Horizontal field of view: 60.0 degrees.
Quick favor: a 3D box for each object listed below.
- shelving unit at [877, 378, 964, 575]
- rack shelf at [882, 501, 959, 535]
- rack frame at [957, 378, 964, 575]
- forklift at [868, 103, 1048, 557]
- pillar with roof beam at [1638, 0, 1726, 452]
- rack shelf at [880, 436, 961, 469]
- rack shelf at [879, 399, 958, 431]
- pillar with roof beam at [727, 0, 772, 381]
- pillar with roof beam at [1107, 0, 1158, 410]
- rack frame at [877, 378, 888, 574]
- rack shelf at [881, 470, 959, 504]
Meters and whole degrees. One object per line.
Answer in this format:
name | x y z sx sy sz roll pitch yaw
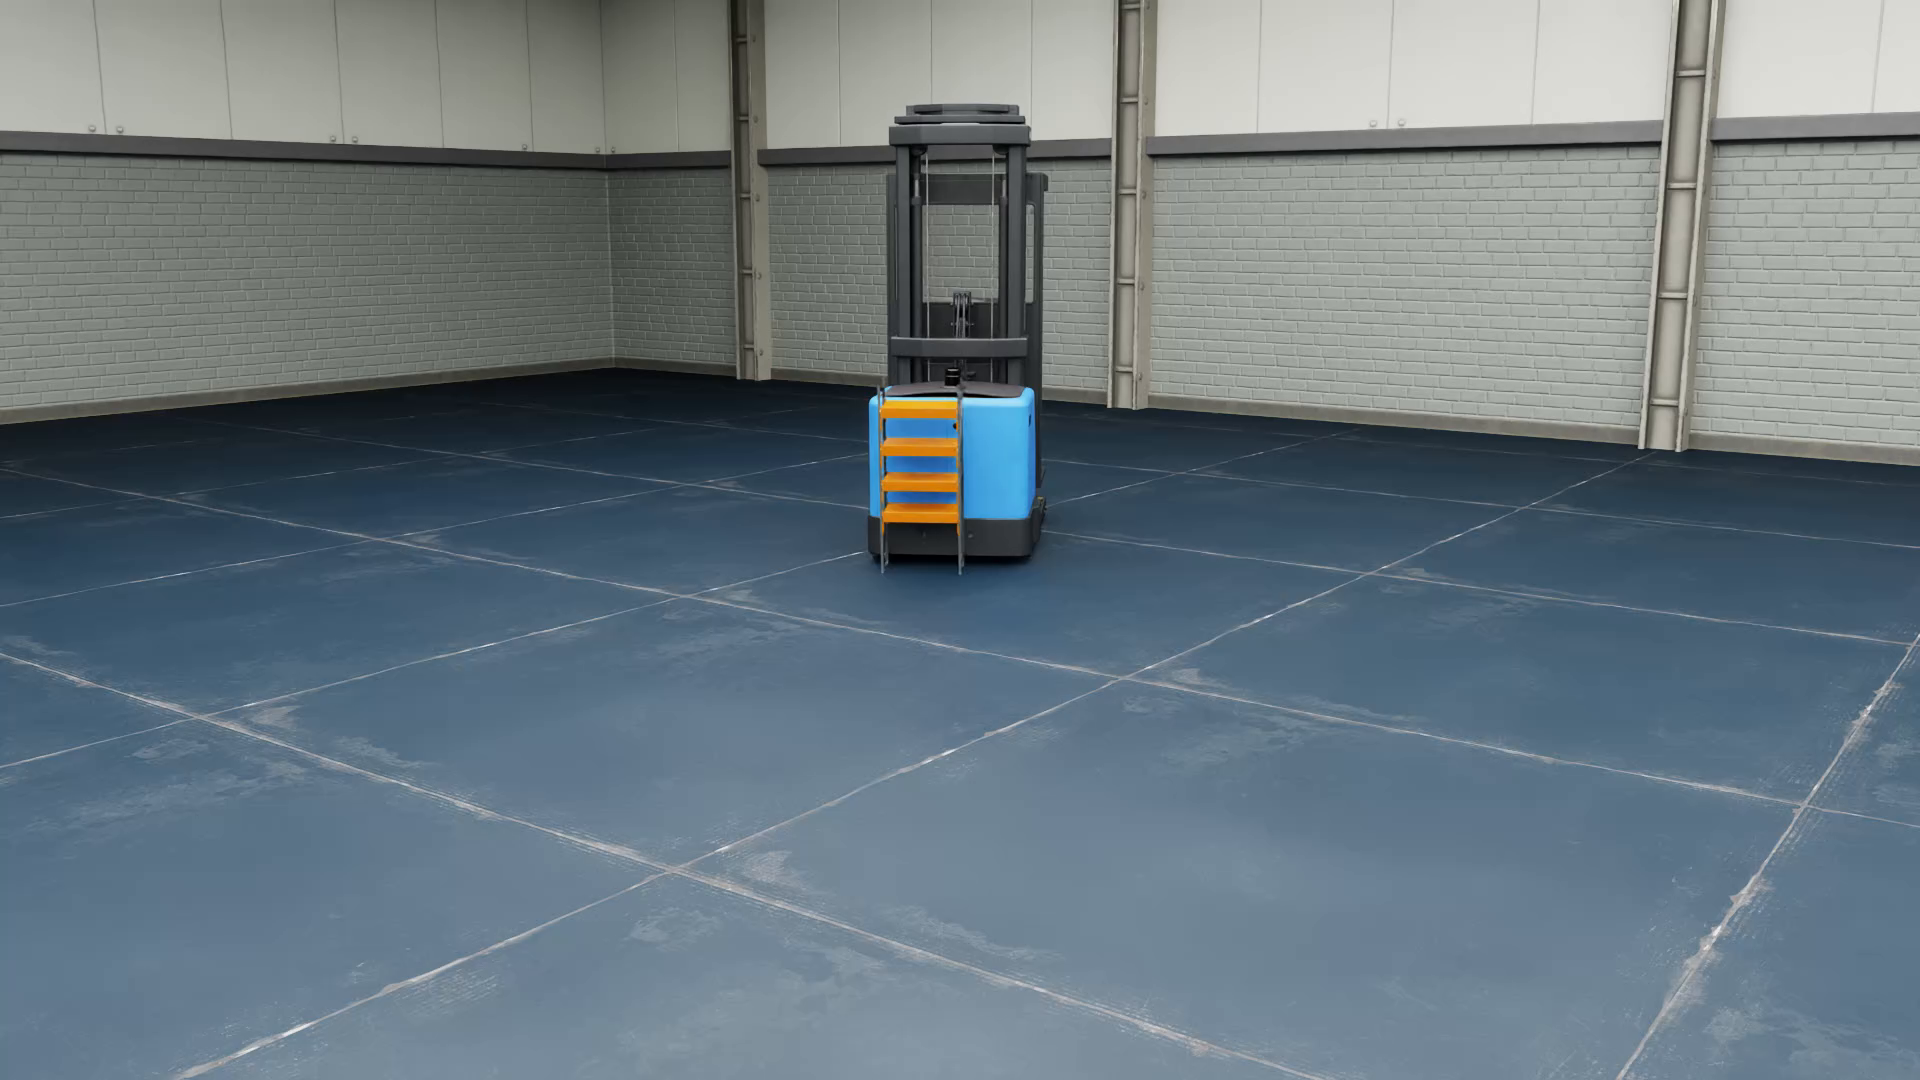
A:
shelving unit | -0.238 -0.396 10.364 0.503 1.200 0.258 1 16 5
rack shelf | -0.236 -0.140 10.437 0.480 0.148 0.258 1 16 5
rack frame | 0.005 -0.392 10.344 0.015 1.200 0.240 1 16 5
forklift | 0.058 -1.557 11.862 1.130 2.935 3.031 1 11 5
pillar with roof beam | 4.269 -4.647 11.858 0.400 9.000 9.100 8 13 36
rack shelf | -0.239 -0.546 10.321 0.480 0.148 0.258 1 16 5
rack shelf | -0.241 -0.774 10.256 0.480 0.148 0.258 1 16 5
pillar with roof beam | -5.403 -5.996 18.832 0.400 9.000 9.100 8 13 36
pillar with roof beam | -0.567 -5.322 15.345 0.400 9.000 9.100 8 13 36
rack frame | -0.481 -0.400 10.384 0.015 1.200 0.240 1 16 5
rack shelf | -0.238 -0.331 10.382 0.480 0.148 0.258 1 16 5
